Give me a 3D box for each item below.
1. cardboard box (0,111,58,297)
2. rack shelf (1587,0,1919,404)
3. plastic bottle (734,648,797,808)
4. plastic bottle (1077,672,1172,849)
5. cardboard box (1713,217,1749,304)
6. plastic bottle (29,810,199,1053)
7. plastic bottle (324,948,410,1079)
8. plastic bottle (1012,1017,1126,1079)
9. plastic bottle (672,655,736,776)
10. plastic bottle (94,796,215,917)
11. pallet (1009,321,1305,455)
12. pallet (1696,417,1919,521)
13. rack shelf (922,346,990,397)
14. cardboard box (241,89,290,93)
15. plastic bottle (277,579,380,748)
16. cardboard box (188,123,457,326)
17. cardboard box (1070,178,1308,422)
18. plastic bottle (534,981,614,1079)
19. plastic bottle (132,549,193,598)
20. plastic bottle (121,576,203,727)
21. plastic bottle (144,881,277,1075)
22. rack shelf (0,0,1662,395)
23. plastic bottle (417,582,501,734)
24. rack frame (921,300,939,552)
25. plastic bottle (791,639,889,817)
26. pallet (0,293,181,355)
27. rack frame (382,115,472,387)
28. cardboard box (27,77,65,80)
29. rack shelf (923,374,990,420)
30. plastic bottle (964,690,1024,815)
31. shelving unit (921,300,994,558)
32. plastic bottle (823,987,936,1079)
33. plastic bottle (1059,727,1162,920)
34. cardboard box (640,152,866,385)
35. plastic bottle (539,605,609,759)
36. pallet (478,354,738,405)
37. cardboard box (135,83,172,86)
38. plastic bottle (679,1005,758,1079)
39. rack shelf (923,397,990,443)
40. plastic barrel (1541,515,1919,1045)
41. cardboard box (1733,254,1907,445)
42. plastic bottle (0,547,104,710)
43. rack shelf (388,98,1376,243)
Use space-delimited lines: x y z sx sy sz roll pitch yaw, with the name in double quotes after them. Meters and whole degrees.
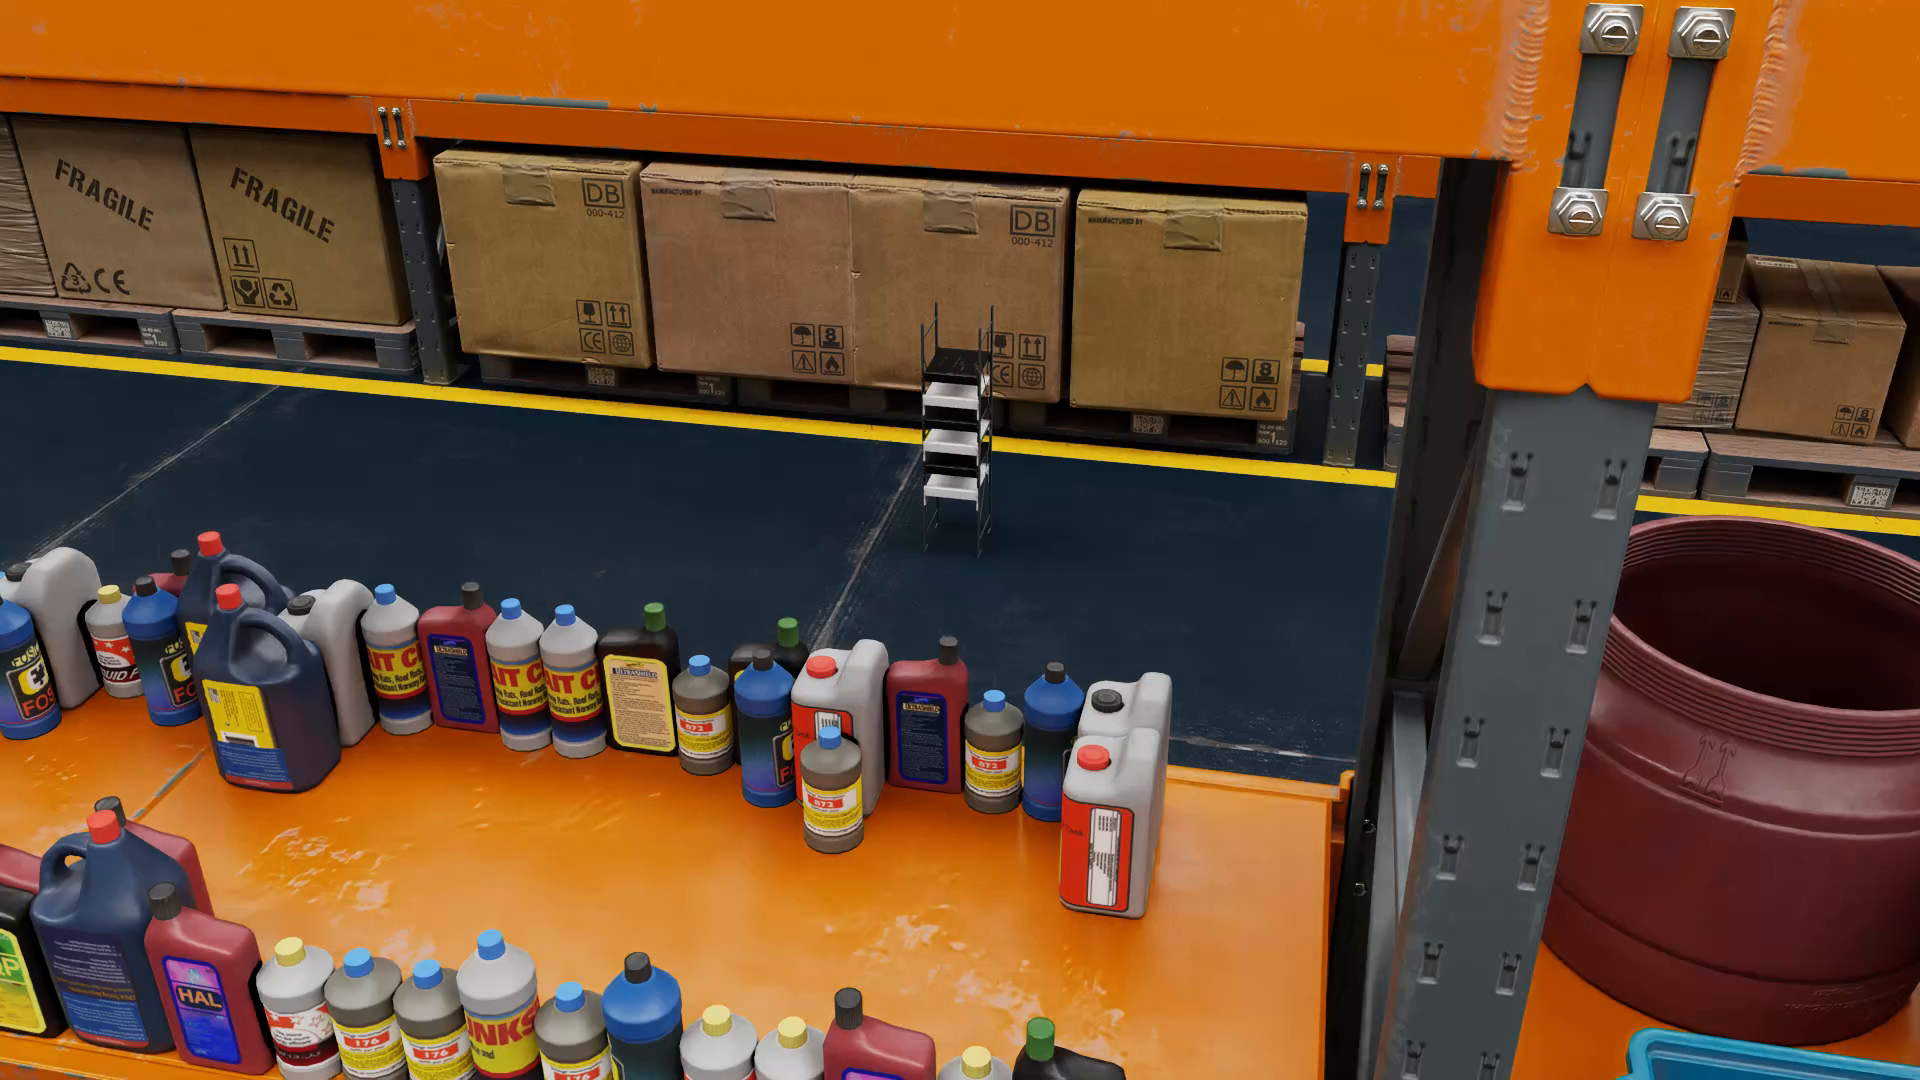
-4.643 -1.782 8.157 0.875 0.875 0.875 6 29 11 "cardboard box"
2.570 -0.319 1.335 4.000 0.370 1.077 6 29 11 "rack shelf"
-0.315 0.299 2.714 0.097 0.271 0.097 0 29 0 "plastic bottle"
0.258 0.340 2.635 0.135 0.276 0.152 6 29 11 "plastic bottle"
2.830 -1.170 6.627 0.500 0.250 0.500 9 30 16 "cardboard box"
-1.136 0.512 2.243 0.185 0.351 0.144 6 29 11 "plastic bottle"
-0.777 0.626 2.191 0.097 0.201 0.097 0 29 0 "plastic bottle"
0.129 0.691 1.985 0.133 0.283 0.061 6 29 11 "plastic bottle"
-0.433 0.288 2.807 0.097 0.201 0.097 0 29 0 "plastic bottle"
-1.139 0.491 2.352 0.133 0.283 0.061 6 29 11 "plastic bottle"
0.893 -0.737 7.376 1.213 0.211 1.003 6 29 11 "pallet"
3.601 -0.420 6.797 1.213 0.211 1.003 6 29 11 "pallet"
-0.008 -0.603 5.922 0.200 0.077 0.258 6 29 11 "rack shelf"
-2.883 -2.039 7.112 0.250 0.149 0.380 6 29 12 "cardboard box"
-1.098 0.201 2.889 0.135 0.276 0.152 6 29 11 "plastic bottle"
-2.893 -1.603 7.829 0.875 0.875 0.875 6 29 11 "cardboard box"
0.977 -1.177 7.051 0.875 0.875 1.225 5 29 8 "cardboard box"
-0.491 0.655 2.137 0.097 0.201 0.097 0 29 0 "plastic bottle"
-1.401 0.144 2.985 0.133 0.283 0.061 6 29 11 "plastic bottle"
-1.399 0.188 2.917 0.097 0.271 0.097 0 29 0 "plastic bottle"
-0.989 0.577 2.194 0.133 0.283 0.061 6 29 11 "plastic bottle"
-1.342 -0.720 2.068 4.000 0.370 1.077 6 29 11 "rack shelf"
-0.863 0.199 2.884 0.133 0.283 0.061 6 29 11 "plastic bottle"
-0.107 -0.406 6.054 0.006 0.900 0.240 6 29 11 "rack frame"
-0.194 0.293 2.720 0.135 0.276 0.152 6 29 11 "plastic bottle"
-4.188 -1.258 8.328 1.213 0.211 1.003 6 29 11 "pallet"
-2.264 -2.247 7.230 0.127 3.000 1.000 6 29 11 "rack frame"
-3.887 -2.142 7.300 0.250 0.149 0.380 5 29 10 "cardboard box"
-0.008 -0.524 5.965 0.200 0.077 0.258 6 29 11 "rack shelf"
0.055 0.338 2.716 0.097 0.201 0.097 0 29 0 "plastic bottle"
-0.008 -0.396 6.035 0.210 0.900 0.258 6 29 11 "shelving unit"
-0.097 0.668 2.027 0.133 0.283 0.061 6 29 11 "plastic bottle"
0.226 0.411 2.505 0.135 0.276 0.152 6 29 11 "plastic bottle"
-0.760 -1.355 7.377 0.875 0.875 1.225 5 29 9 "cardboard box"
-0.658 0.234 2.832 0.097 0.271 0.097 0 29 0 "plastic bottle"
-1.494 -0.982 7.823 1.213 0.211 1.003 6 29 11 "pallet"
-3.385 -2.091 7.207 0.250 0.149 0.380 6 29 12 "cardboard box"
-0.301 0.674 2.102 0.097 0.201 0.097 0 29 0 "plastic bottle"
-0.008 -0.445 6.008 0.200 0.077 0.258 6 29 11 "rack shelf"
1.131 0.325 2.391 0.708 0.536 0.600 6 29 11 "plastic barrel"
3.408 -0.781 6.698 0.500 0.500 0.700 8 30 15 "cardboard box"
-1.636 0.145 2.990 0.135 0.276 0.152 6 29 11 "plastic bottle"
-0.308 -1.731 7.037 4.000 0.370 1.077 6 29 11 "rack shelf"
